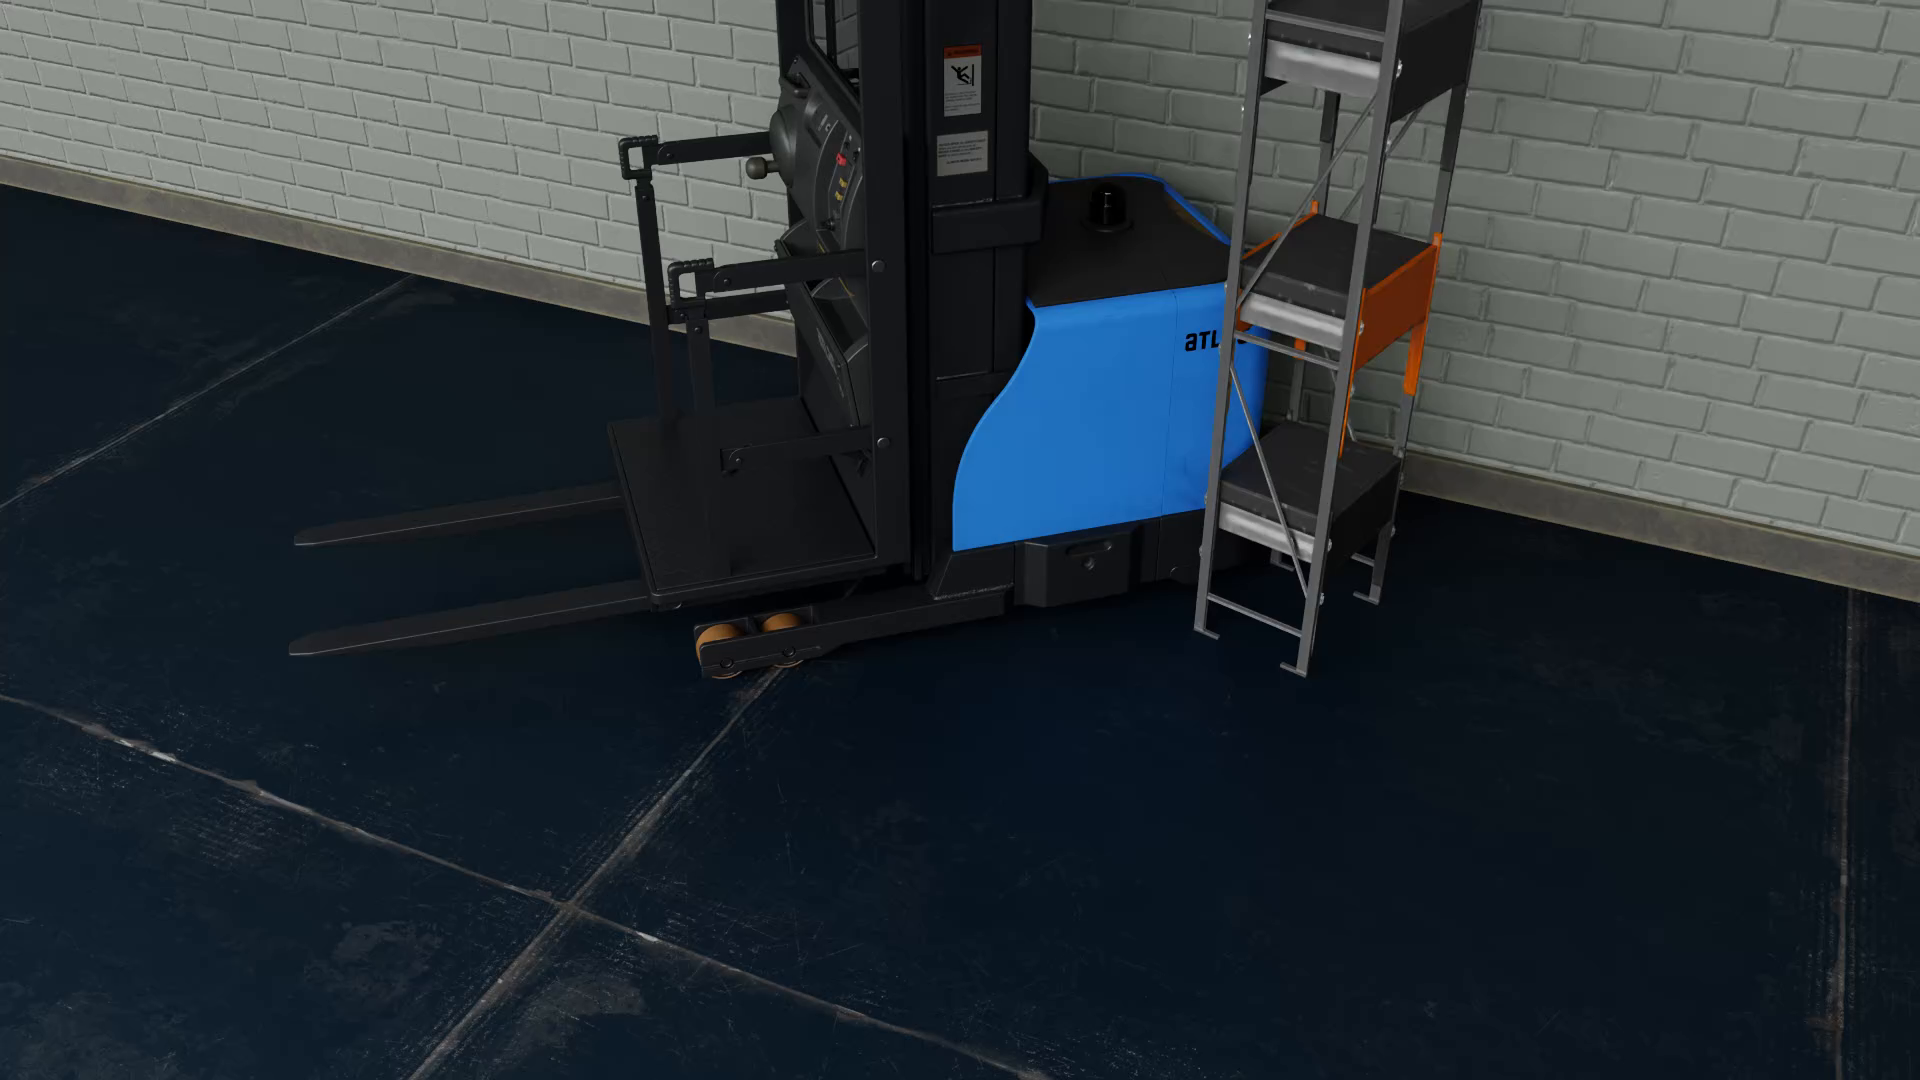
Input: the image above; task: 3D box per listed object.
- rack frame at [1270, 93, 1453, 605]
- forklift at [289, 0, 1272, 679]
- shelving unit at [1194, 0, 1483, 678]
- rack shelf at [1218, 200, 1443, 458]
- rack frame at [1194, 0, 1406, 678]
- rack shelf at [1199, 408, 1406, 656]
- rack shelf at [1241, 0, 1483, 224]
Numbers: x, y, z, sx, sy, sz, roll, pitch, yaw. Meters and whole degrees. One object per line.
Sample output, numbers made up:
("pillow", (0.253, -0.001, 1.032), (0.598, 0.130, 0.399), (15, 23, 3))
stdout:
("rack frame", (1.211, -0.736, 4.958), (0.400, 2.100, 0.015), (23, 40, 31))
("forklift", (-0.602, -1.124, 4.791), (3.031, 2.935, 1.130), (-10, 34, -14))
("shelving unit", (1.060, -0.631, 4.798), (0.431, 2.100, 0.503), (23, 40, 31))
("rack shelf", (1.060, -0.620, 4.805), (0.431, 0.518, 0.480), (23, 40, 31))
("rack frame", (0.908, -0.526, 4.637), (0.400, 2.100, 0.015), (23, 40, 31))
("rack shelf", (1.060, -0.034, 5.189), (0.431, 0.518, 0.480), (23, 40, 31))
("rack shelf", (1.060, -1.205, 4.421), (0.431, 0.518, 0.480), (23, 40, 31))
